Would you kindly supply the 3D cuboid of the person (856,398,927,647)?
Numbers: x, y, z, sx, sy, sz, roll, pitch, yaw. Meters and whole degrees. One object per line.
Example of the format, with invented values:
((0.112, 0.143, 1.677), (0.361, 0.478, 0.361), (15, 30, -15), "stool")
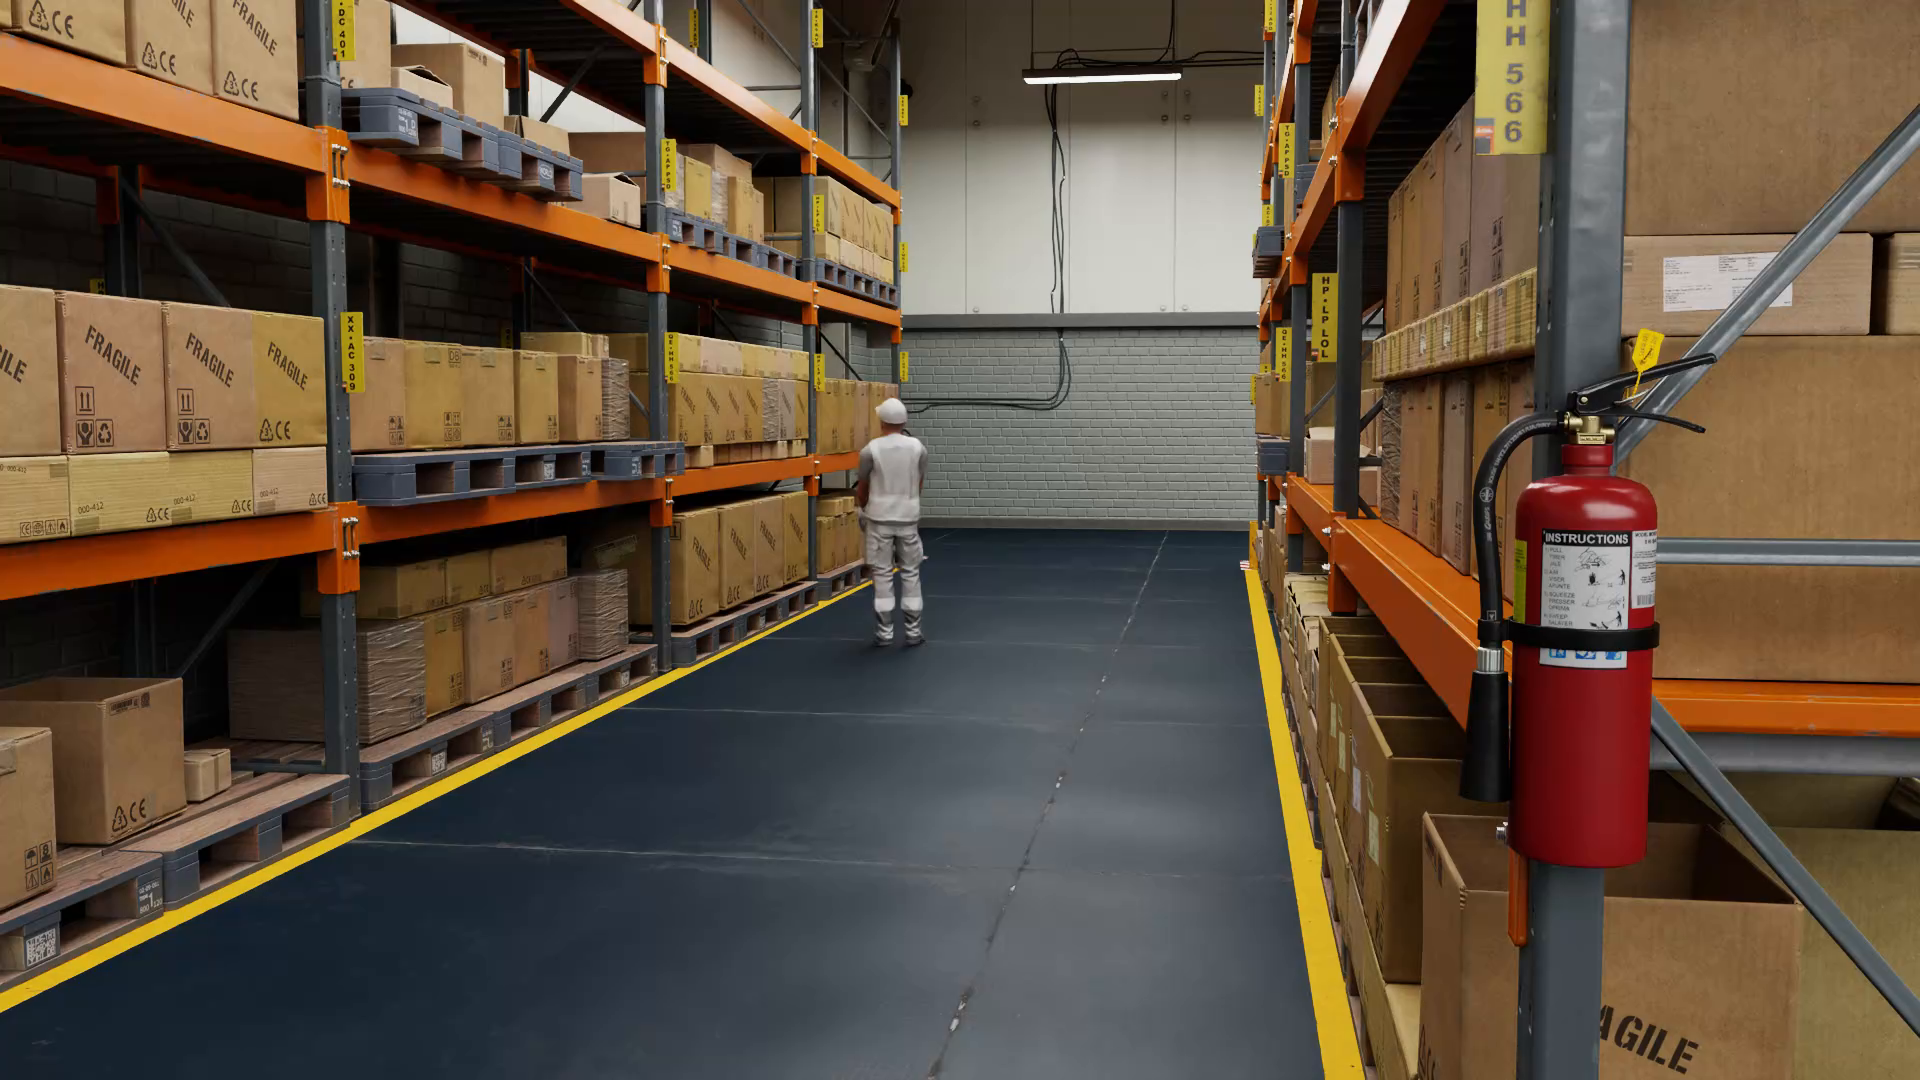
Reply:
((-0.500, -0.132, 12.096), (0.558, 1.794, 0.528), (-1, 5, -18), "person")
